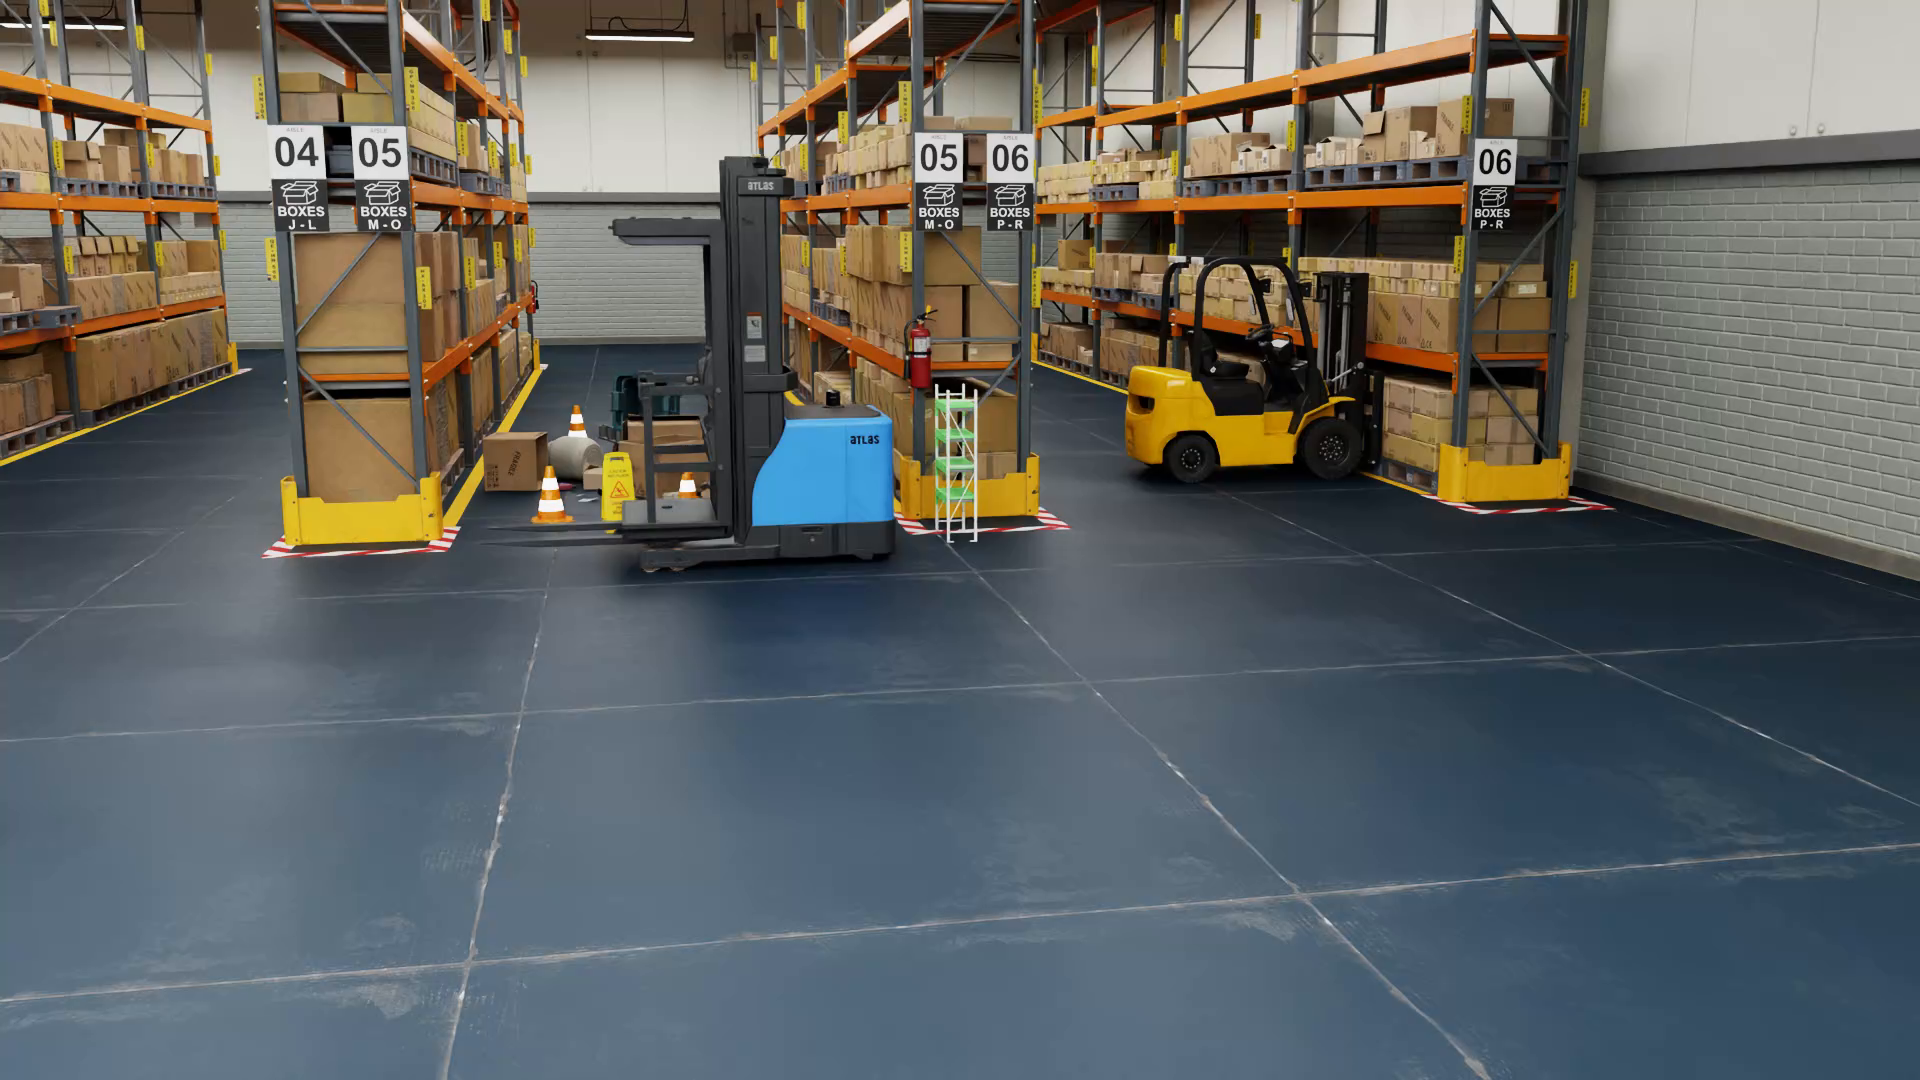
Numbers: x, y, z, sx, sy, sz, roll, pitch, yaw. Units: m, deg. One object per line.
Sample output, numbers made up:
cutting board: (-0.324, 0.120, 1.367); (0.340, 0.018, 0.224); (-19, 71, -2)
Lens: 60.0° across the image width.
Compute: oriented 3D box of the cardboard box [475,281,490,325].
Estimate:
cardboard box: (-5.748, -2.747, 19.339); (0.500, 0.500, 0.500); (-2, 11, -12)

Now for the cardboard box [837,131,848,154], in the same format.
cardboard box: (-1.136, -4.559, 19.043); (0.500, 0.250, 0.500); (-2, 11, -10)

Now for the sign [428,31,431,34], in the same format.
sign: (-7.606, -7.116, 23.806); (0.100, 0.325, 0.005); (-2, 11, -11)

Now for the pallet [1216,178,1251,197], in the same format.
pallet: (3.852, -4.388, 20.712); (1.003, 0.211, 1.213); (-2, 11, -8)

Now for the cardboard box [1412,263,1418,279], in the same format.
cardboard box: (4.560, -2.578, 15.920); (0.380, 0.149, 0.250); (-2, 11, -11)

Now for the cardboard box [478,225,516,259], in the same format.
cardboard box: (-6.918, -4.466, 24.899); (0.500, 0.500, 0.500); (-2, 11, -10)

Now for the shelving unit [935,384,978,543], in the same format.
shelving unit: (-0.032, -0.620, 13.244); (0.258, 1.200, 0.503); (-2, 11, -11)

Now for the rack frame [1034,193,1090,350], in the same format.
rack frame: (1.856, -4.801, 30.398); (1.000, 3.000, 0.127); (-2, 11, -11)

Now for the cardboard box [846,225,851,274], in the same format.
cardboard box: (-0.805, -3.017, 17.286); (0.700, 0.500, 0.500); (-2, 11, -12)

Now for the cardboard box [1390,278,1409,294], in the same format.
cardboard box: (4.421, -2.476, 16.182); (0.380, 0.149, 0.250); (-2, 11, -13)

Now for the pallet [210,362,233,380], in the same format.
pallet: (-12.500, -2.746, 27.057); (1.003, 0.211, 1.213); (-2, 11, -11)

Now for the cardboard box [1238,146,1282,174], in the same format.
cardboard box: (3.661, -4.550, 19.904); (0.500, 0.311, 0.500); (-3, 11, -13)

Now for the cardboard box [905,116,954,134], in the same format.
cardboard box: (-0.255, -3.478, 13.966); (0.380, 0.149, 0.250); (-2, 11, -10)

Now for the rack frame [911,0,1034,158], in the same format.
rack frame: (0.100, -4.632, 13.467); (1.000, 3.000, 0.127); (-2, 11, -11)

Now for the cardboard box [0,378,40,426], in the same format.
cardboard box: (-10.906, -1.557, 18.862); (0.700, 0.500, 0.500); (-3, 11, -16)

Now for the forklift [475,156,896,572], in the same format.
forklift: (-2.050, -1.315, 12.266); (3.031, 2.935, 1.130); (-2, 11, -11)

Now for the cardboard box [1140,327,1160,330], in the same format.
cardboard box: (3.045, -3.259, 26.125); (0.380, 0.149, 0.250); (-2, 11, -11)

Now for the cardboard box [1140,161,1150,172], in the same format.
cardboard box: (2.803, -5.366, 23.882); (0.380, 0.149, 0.250); (-2, 11, -11)

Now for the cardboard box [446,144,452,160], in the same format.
cardboard box: (-5.028, -3.677, 15.752); (0.380, 0.149, 0.250); (-2, 11, -10)

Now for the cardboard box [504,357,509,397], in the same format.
cardboard box: (-6.280, -2.163, 22.102); (0.500, 0.500, 0.500); (-2, 11, -10)

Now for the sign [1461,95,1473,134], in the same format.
sign: (4.433, -3.719, 14.534); (0.100, 0.325, 0.005); (-2, 11, -11)

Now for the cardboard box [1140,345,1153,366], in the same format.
cardboard box: (2.928, -2.570, 24.238); (0.500, 0.500, 0.500); (-2, 11, -9)

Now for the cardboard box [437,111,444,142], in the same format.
cardboard box: (-4.973, -3.756, 15.102); (0.500, 0.250, 0.500); (-2, 11, -12)

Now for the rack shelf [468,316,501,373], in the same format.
rack shelf: (-5.903, -2.234, 18.834); (1.077, 0.370, 4.000); (-2, 11, -11)

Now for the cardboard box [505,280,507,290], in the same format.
cardboard box: (-6.798, -3.705, 24.187); (0.380, 0.149, 0.250); (-2, 11, -12)

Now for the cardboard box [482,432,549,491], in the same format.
cardboard box: (-4.205, -0.746, 15.773); (0.500, 0.500, 0.500); (0, 11, -1)

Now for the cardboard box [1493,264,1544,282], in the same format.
cardboard box: (5.112, -2.450, 15.247); (0.380, 0.149, 0.250); (-2, 11, -12)

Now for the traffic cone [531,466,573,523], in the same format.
traffic cone: (-3.446, -0.389, 14.005); (0.336, 0.463, 0.334); (-2, 11, -11)

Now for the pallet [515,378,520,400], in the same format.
pallet: (-6.917, -2.175, 24.059); (1.003, 0.211, 1.213); (-2, 11, -11)

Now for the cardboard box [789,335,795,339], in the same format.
cardboard box: (-2.425, -3.117, 27.280); (0.875, 0.438, 0.875); (-2, 11, -13)

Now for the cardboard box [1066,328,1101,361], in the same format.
cardboard box: (2.212, -3.315, 28.153); (0.700, 0.500, 0.500); (-3, 11, -13)

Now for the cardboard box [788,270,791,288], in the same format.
cardboard box: (-2.224, -3.779, 24.092); (0.500, 0.250, 0.500); (-2, 11, -10)

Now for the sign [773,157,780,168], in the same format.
sign: (-2.778, -5.632, 25.147); (0.100, 0.325, 0.005); (-2, 11, -11)

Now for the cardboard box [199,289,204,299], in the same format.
cardboard box: (-12.089, -3.848, 26.062); (0.380, 0.149, 0.250); (-2, 11, -11)

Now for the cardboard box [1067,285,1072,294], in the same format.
cardboard box: (2.042, -4.277, 28.316); (0.380, 0.149, 0.250); (-2, 11, -11)

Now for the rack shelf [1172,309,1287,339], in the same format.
rack shelf: (3.801, -2.613, 20.829); (1.077, 0.370, 4.000); (-2, 11, -11)

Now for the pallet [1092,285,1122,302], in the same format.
pallet: (2.683, -3.822, 25.770); (1.003, 0.211, 1.213); (-2, 11, -11)

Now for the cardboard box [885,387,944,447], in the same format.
cardboard box: (-0.416, -1.142, 15.400); (0.500, 0.500, 0.500); (-2, 11, -9)

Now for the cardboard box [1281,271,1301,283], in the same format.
cardboard box: (3.906, -3.022, 19.051); (0.380, 0.149, 0.250); (-2, 11, -9)

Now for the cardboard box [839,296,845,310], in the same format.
cardboard box: (-1.168, -2.681, 18.809); (0.380, 0.149, 0.250); (-2, 11, -12)

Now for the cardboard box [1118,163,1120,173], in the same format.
cardboard box: (2.575, -5.563, 24.864); (0.380, 0.149, 0.250); (-2, 11, -10)

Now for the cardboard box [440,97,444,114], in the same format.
cardboard box: (-4.932, -3.976, 15.191); (0.380, 0.149, 0.250); (-2, 11, -11)

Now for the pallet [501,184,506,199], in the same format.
pallet: (-6.849, -4.762, 22.671); (1.213, 0.211, 1.003); (-2, 11, -11)

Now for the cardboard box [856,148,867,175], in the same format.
cardboard box: (-0.751, -3.780, 16.617); (0.500, 0.250, 0.500); (-2, 11, -11)

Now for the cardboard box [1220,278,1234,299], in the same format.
cardboard box: (3.563, -3.134, 20.704); (0.500, 0.250, 0.500); (-2, 11, -10)

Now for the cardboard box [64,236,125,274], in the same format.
cardboard box: (-11.700, -3.824, 22.317); (0.797, 0.503, 0.637); (-2, 11, -10)

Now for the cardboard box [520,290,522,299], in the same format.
cardboard box: (-7.108, -3.868, 26.167); (0.380, 0.149, 0.250); (-2, 11, -8)

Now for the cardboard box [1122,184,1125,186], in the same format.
cardboard box: (2.815, -5.716, 26.791); (0.500, 0.250, 0.500); (-2, 11, -12)

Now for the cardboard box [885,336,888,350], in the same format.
cardboard box: (-0.500, -1.855, 15.590); (0.380, 0.149, 0.250); (-2, 11, -12)

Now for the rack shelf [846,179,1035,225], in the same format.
rack shelf: (-0.289, -3.172, 15.742); (1.077, 0.370, 4.000); (-2, 11, -11)

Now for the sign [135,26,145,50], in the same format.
sign: (-11.425, -6.992, 23.157); (0.100, 0.325, 0.005); (-2, 11, -11)

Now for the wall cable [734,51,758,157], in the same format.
wall cable: (-4.395, -8.600, 34.312); (0.463, 3.000, 0.029); (-2, 11, -11)
